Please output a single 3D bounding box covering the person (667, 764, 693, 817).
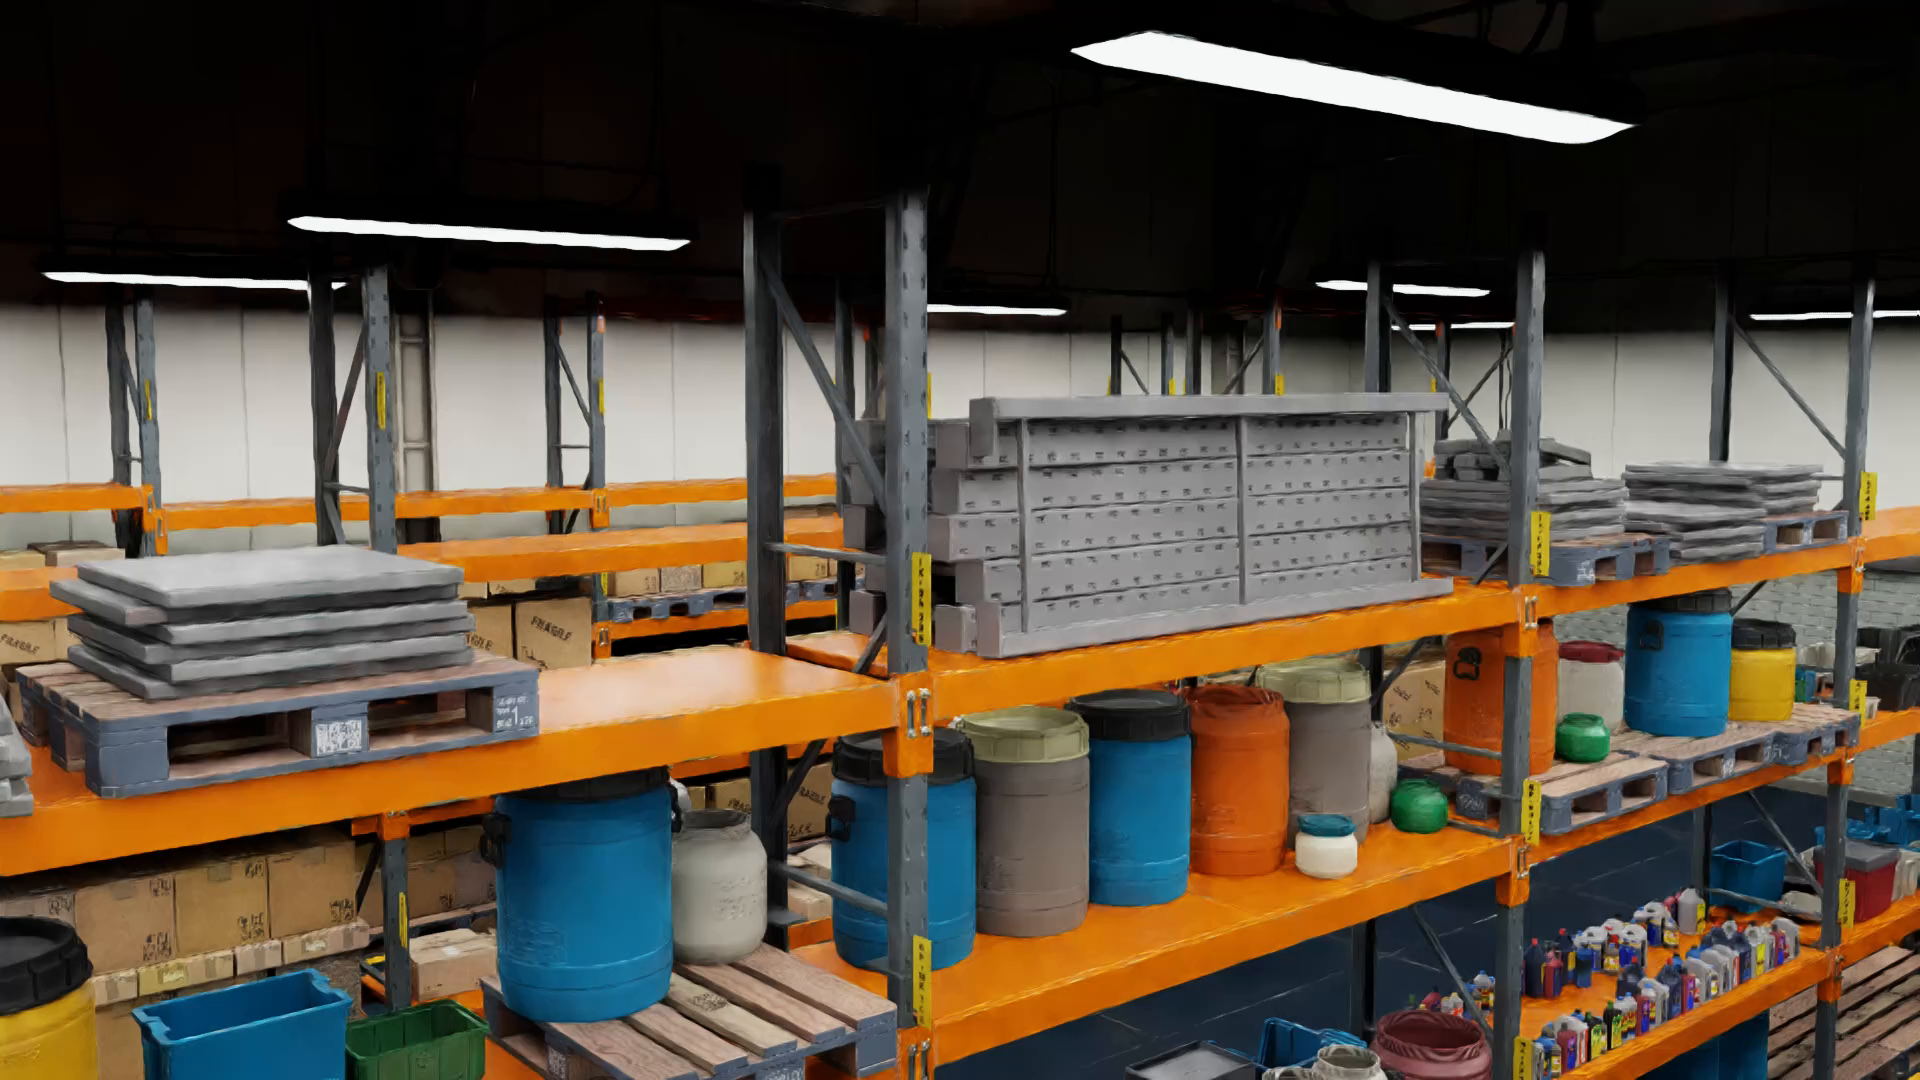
[{"bbox_3d":[-2.756,2.811,15.422,0.528,1.728,1.032,5,7,41],"label":"person"}]

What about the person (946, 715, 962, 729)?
[{"bbox_3d":[0.052,2.640,17.910,1.090,1.580,0.496,-5,7,-42],"label":"person"}]
